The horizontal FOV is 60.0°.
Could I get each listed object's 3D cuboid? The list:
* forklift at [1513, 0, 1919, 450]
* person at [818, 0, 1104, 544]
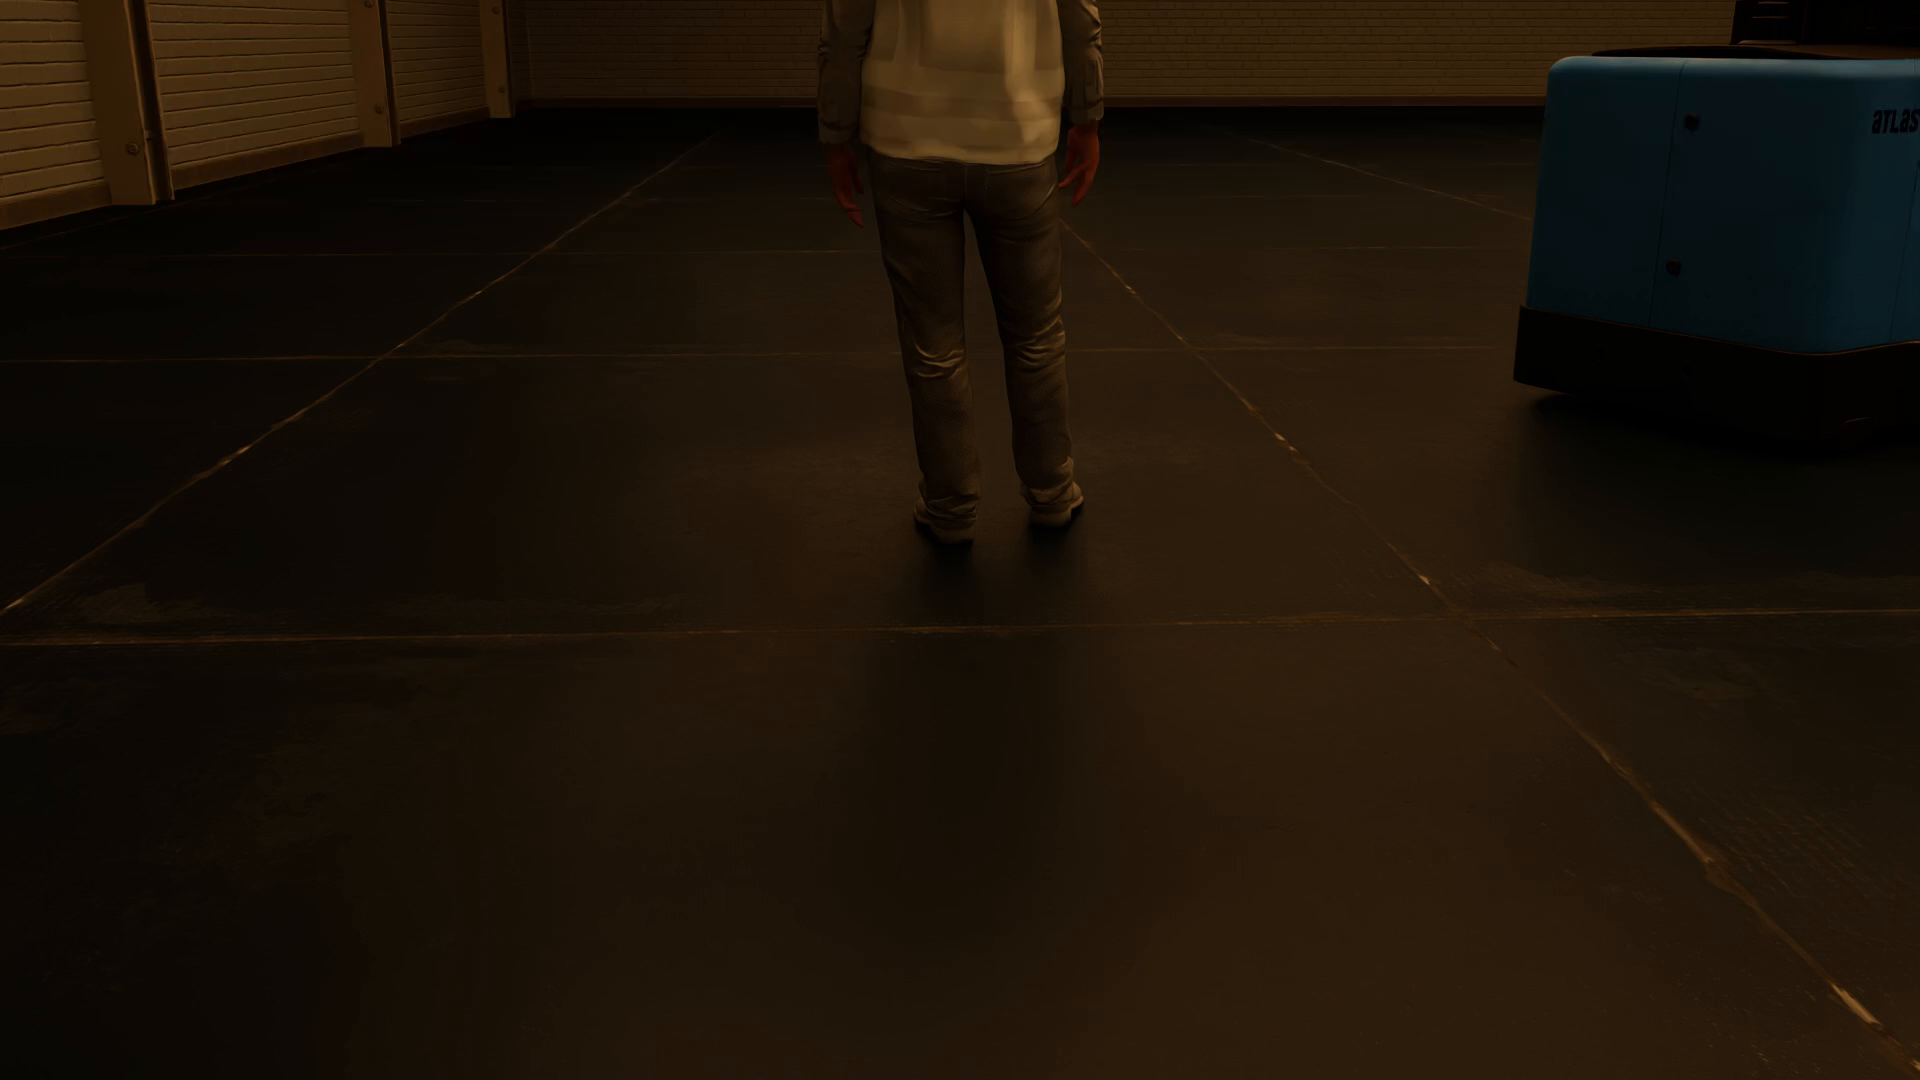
[{"bbox_3d":[3.311,-1.954,5.293,3.031,2.935,1.130,-10,20,-30],"label":"forklift"},{"bbox_3d":[0.004,-0.874,3.717,0.634,1.775,0.566,-1,17,-3],"label":"person"}]
